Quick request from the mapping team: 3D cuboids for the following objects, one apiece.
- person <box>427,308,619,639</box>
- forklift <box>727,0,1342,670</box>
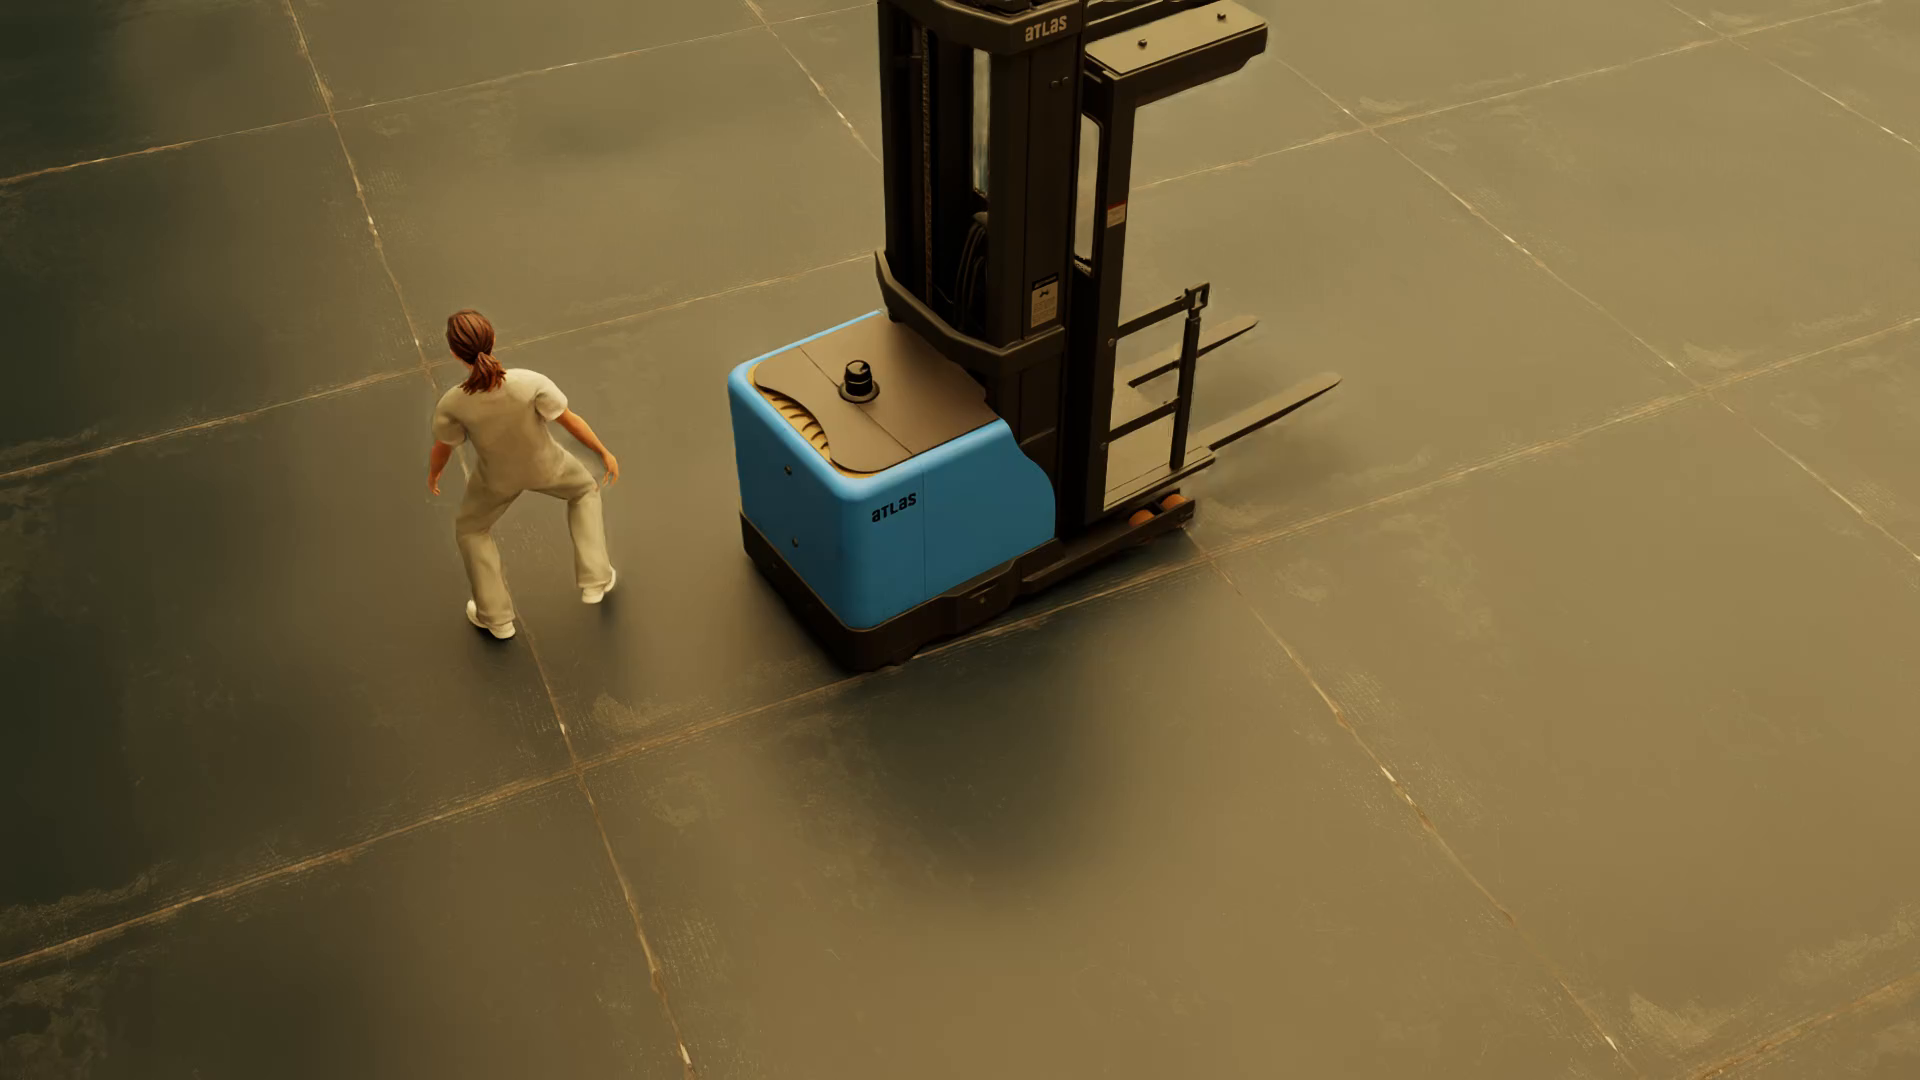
[{"bbox_3d":[-1.855,-0.316,7.017,0.798,1.586,0.483,-9,44,-9],"label":"person"},{"bbox_3d":[0.496,-1.318,7.093,3.031,2.935,1.130,-26,49,-25],"label":"forklift"}]
